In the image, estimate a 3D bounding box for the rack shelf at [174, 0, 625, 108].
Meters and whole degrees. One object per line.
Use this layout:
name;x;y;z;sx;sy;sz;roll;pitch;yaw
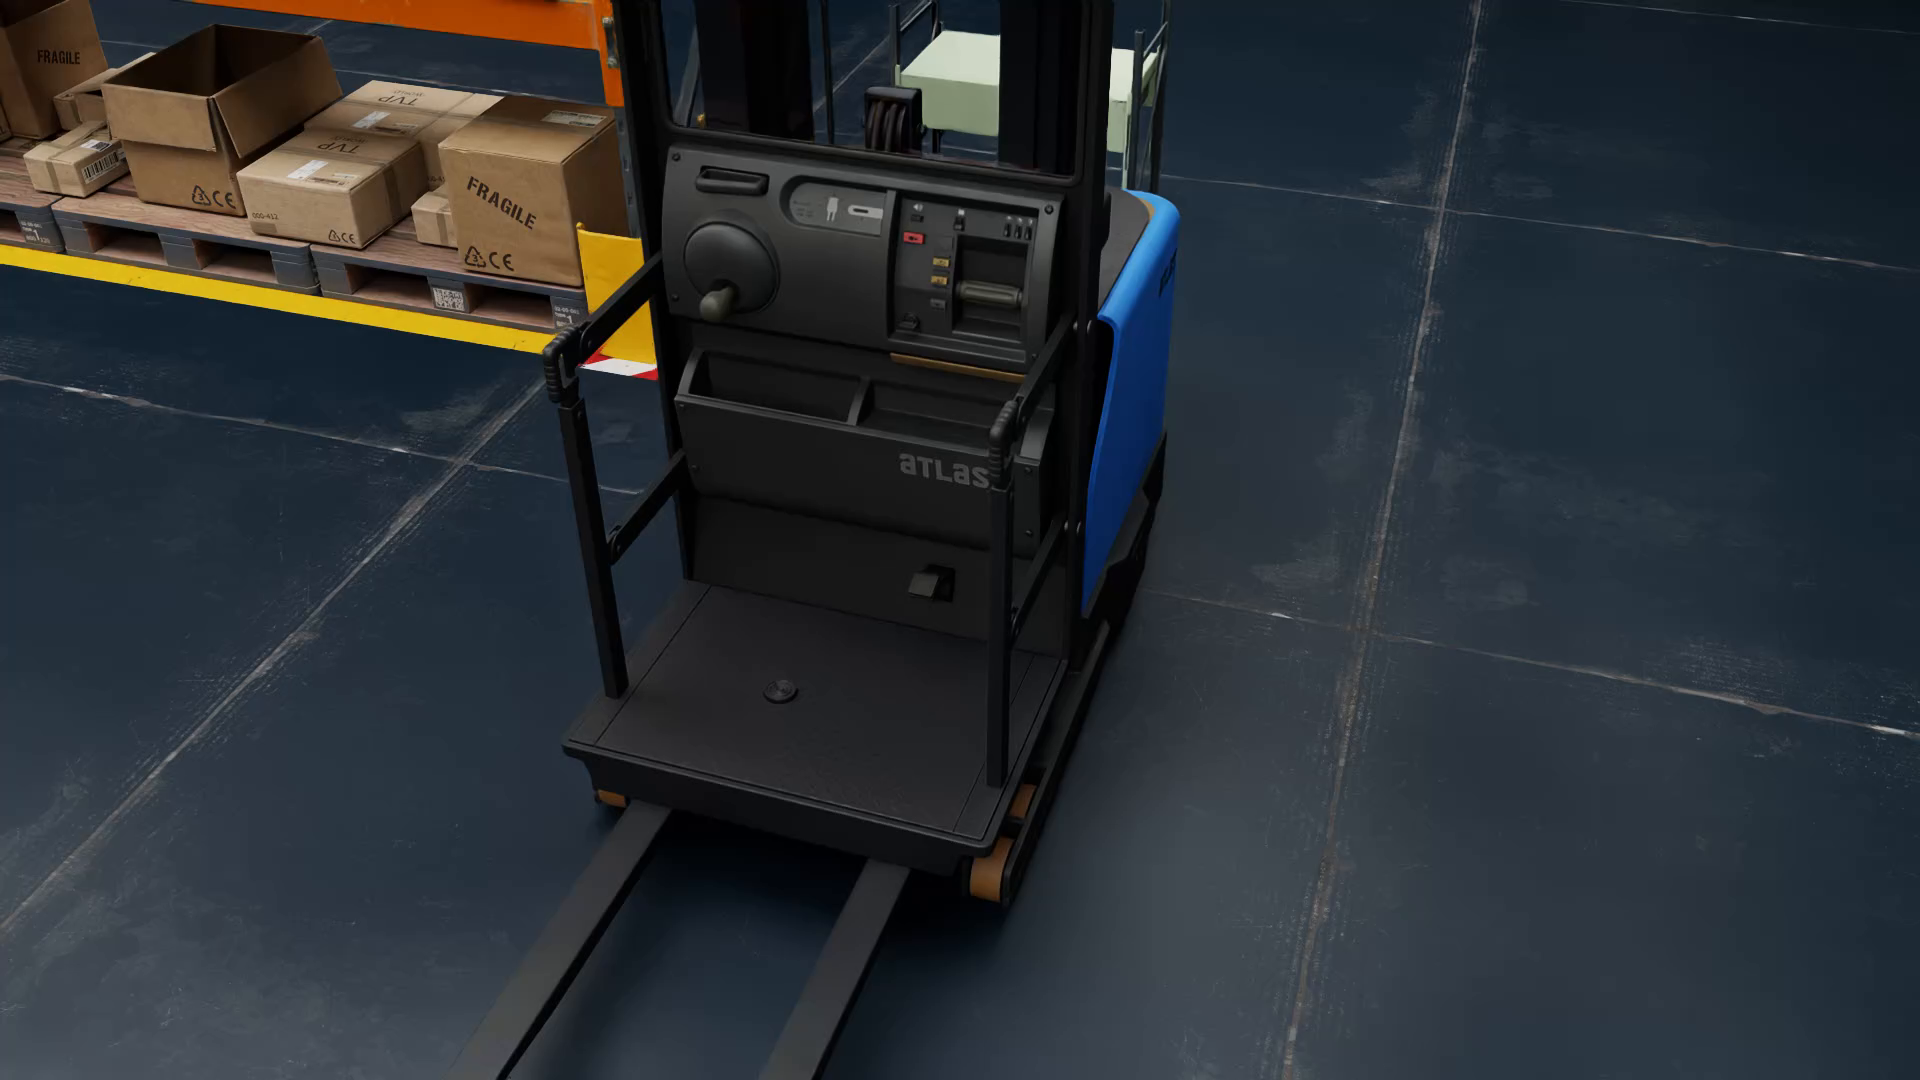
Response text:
rack shelf;-2.883;-2.253;6.388;4.000;0.370;1.077;10;38;14

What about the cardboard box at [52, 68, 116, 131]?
cardboard box;-3.787;-1.953;7.407;0.250;0.149;0.380;10;38;14

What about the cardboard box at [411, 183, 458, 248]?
cardboard box;-1.926;-1.305;6.511;0.250;0.166;0.380;10;38;14

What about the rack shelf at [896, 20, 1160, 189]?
rack shelf;0.215;-1.308;5.104;0.720;0.370;0.431;11;38;15

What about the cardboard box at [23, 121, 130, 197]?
cardboard box;-3.627;-1.589;6.897;0.250;0.166;0.380;10;38;14

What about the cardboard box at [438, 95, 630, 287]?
cardboard box;-1.566;-1.317;6.246;0.500;0.500;0.500;10;38;14

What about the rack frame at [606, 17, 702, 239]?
rack frame;-0.974;-2.189;5.694;0.127;3.000;1.000;10;38;14

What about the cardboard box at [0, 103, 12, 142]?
cardboard box;-4.455;-1.794;7.054;0.500;0.311;0.500;10;38;14

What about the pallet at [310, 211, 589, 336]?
pallet;-1.807;-1.220;6.730;1.213;0.211;1.003;10;38;14

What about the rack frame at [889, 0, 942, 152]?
rack frame;-0.133;-1.062;5.428;0.023;1.500;0.400;11;38;15

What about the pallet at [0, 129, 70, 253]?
pallet;-4.136;-1.651;7.316;1.213;0.211;1.003;10;38;14

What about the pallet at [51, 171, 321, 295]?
pallet;-2.968;-1.437;7.024;1.213;0.211;1.003;10;38;14

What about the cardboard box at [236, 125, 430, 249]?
cardboard box;-2.464;-1.401;6.571;0.500;0.250;0.500;10;38;14

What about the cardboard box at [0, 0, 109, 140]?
cardboard box;-4.163;-2.127;7.346;0.500;0.500;0.500;10;38;14

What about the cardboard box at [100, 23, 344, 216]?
cardboard box;-2.997;-1.739;6.817;0.637;0.503;0.797;10;38;14

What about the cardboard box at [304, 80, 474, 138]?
cardboard box;-2.363;-1.692;6.967;0.500;0.250;0.500;10;38;14

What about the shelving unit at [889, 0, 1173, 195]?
shelving unit;0.215;-0.994;5.335;0.755;1.500;0.431;11;38;15

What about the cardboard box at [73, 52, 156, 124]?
cardboard box;-3.447;-1.918;7.222;0.500;0.311;0.500;10;38;14

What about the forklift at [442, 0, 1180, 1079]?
forklift;-0.300;-0.572;3.554;1.130;2.935;3.031;11;38;15

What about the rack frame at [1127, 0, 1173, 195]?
rack frame;0.562;-0.925;5.242;0.023;1.500;0.400;11;38;15

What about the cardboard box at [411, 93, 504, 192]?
cardboard box;-1.885;-1.604;6.847;0.500;0.250;0.500;10;38;14

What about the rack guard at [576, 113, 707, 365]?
rack guard;-1.046;-1.196;6.453;0.348;0.500;1.175;10;38;14
